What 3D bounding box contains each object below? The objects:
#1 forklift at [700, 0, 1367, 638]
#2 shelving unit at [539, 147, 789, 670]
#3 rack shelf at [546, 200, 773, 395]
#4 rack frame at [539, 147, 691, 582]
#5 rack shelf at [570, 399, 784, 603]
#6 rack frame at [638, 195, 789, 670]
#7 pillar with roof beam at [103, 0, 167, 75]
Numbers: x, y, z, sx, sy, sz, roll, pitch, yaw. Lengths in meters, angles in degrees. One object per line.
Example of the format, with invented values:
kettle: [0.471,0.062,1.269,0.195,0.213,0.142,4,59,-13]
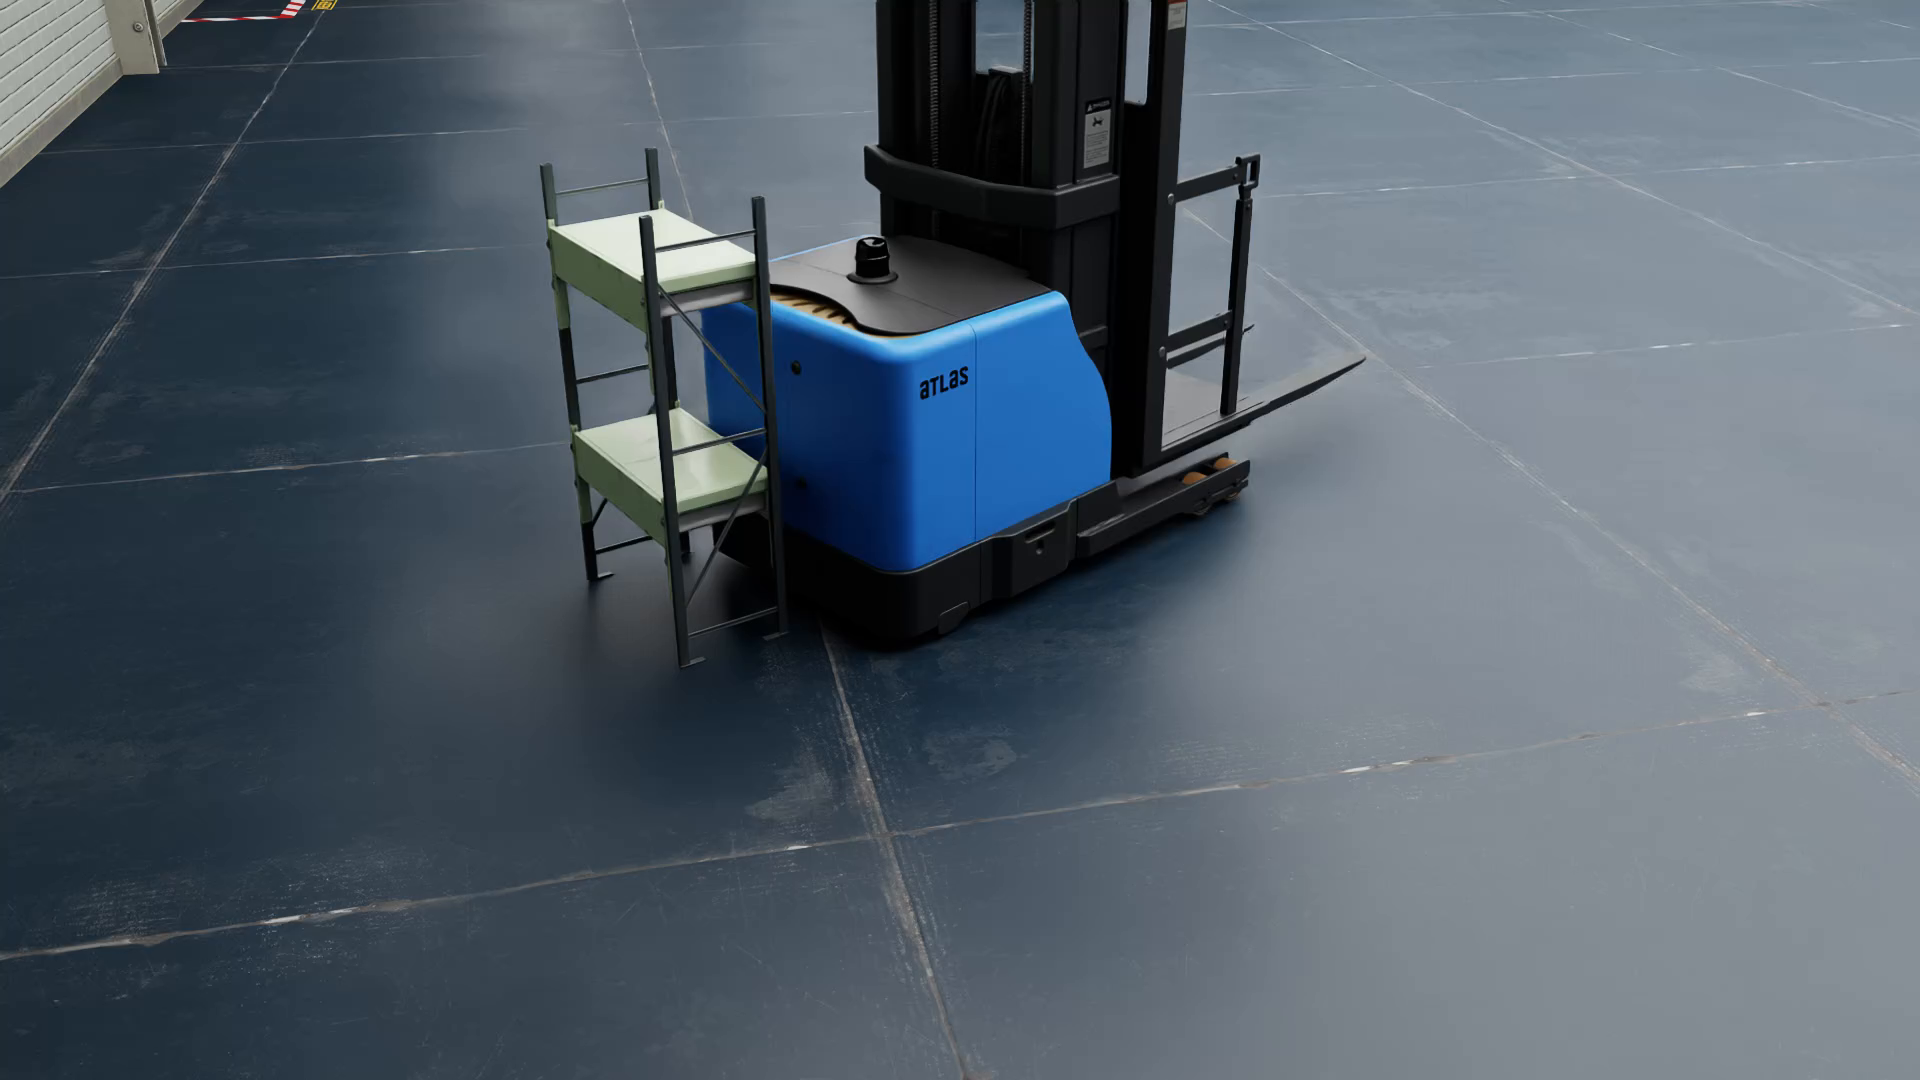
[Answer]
forklift: [0.499,-1.550,6.068,3.031,2.935,1.130,-24,36,-39]
shelving unit: [-0.959,-0.439,5.454,0.431,1.500,0.755,-17,32,-31]
rack shelf: [-0.959,-0.787,5.278,0.431,0.370,0.720,-17,32,-31]
rack frame: [-1.168,-0.574,5.722,0.400,1.500,0.023,-17,32,-31]
rack shelf: [-0.959,-0.148,5.601,0.431,0.370,0.720,-17,32,-31]
rack frame: [-0.750,-0.303,5.186,0.400,1.500,0.023,-17,32,-31]
pillar with roof beam: [-2.791,-8.477,13.059,9.100,9.000,0.400,-6,27,-12]
